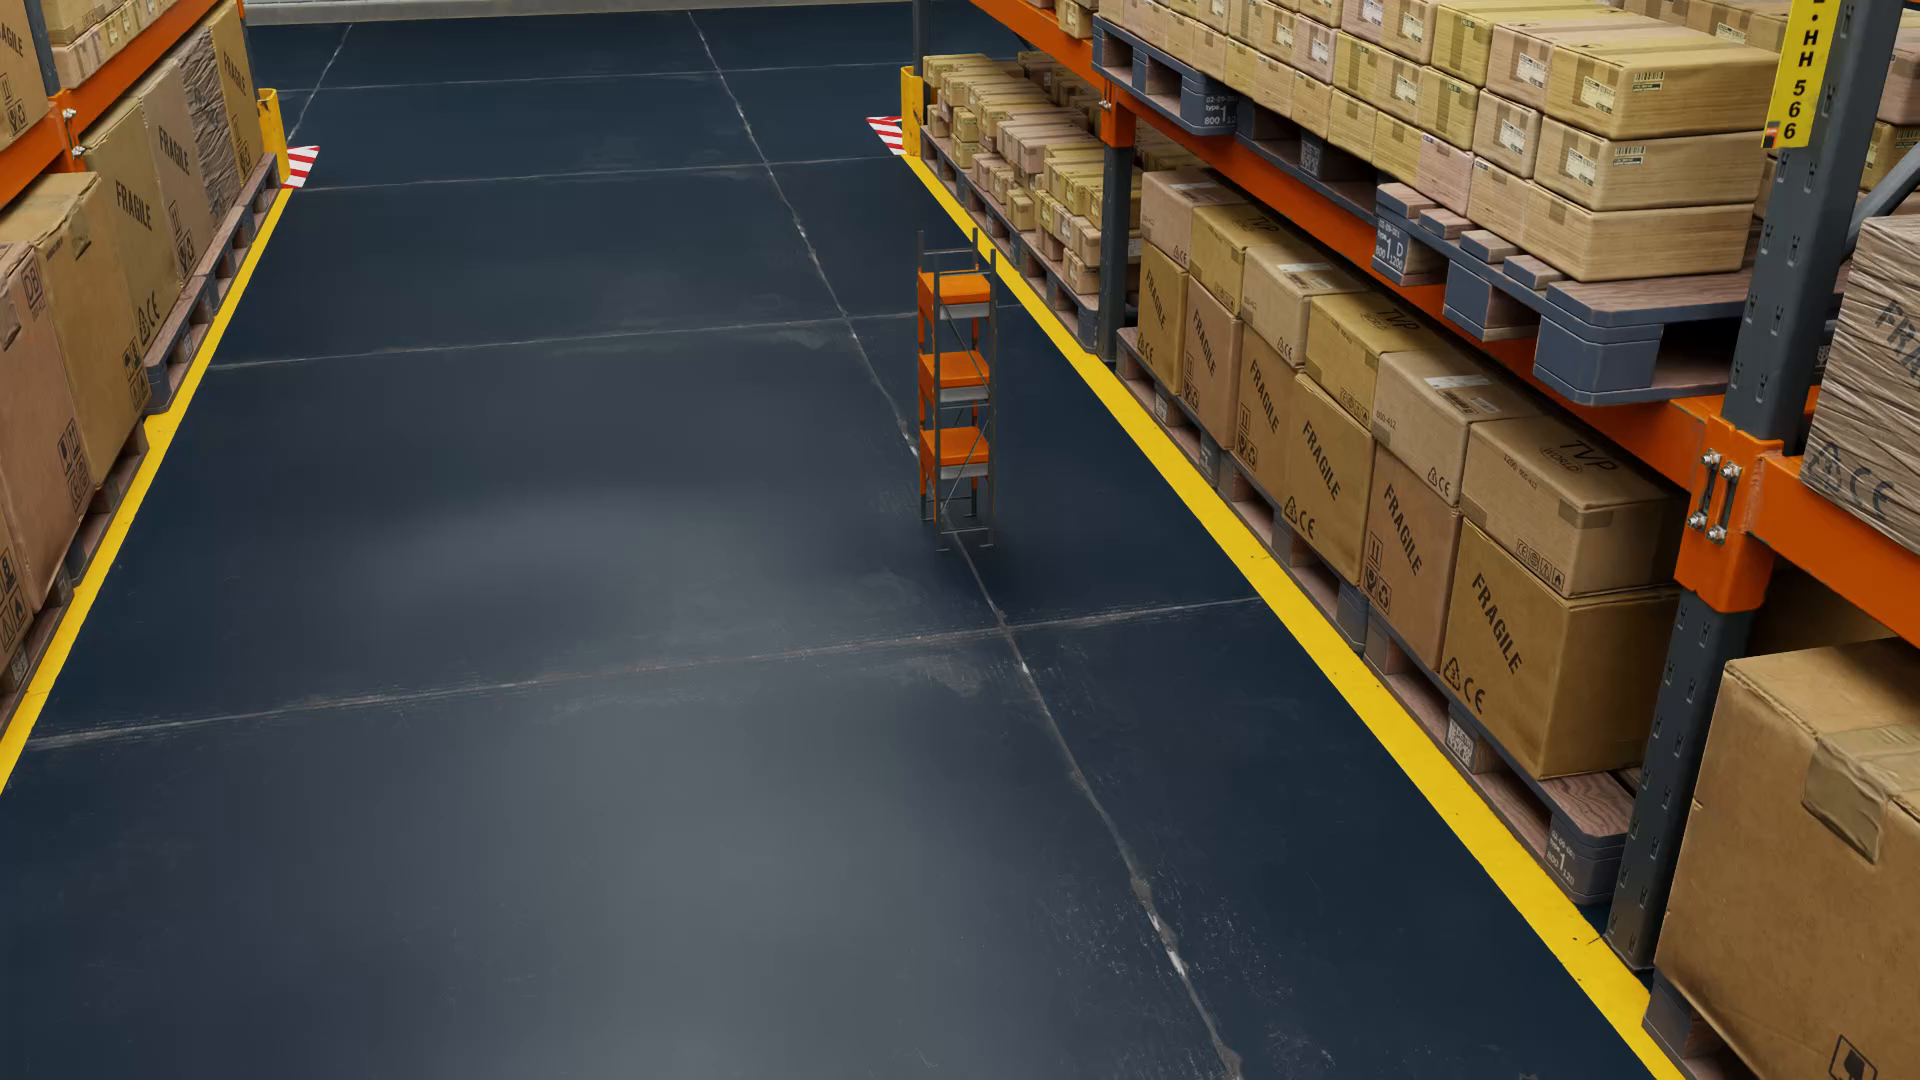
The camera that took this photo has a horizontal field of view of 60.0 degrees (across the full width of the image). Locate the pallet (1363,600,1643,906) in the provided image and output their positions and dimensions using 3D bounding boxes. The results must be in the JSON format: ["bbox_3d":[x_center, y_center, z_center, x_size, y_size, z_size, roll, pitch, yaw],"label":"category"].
[{"bbox_3d":[1.831,0.476,4.573,1.003,0.211,1.213,-6,27,-12],"label":"pallet"}]

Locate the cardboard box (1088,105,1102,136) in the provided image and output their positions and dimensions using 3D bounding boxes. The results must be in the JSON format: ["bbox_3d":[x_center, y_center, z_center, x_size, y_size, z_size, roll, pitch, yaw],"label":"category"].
[{"bbox_3d":[0.901,-2.223,8.864,0.380,0.149,0.250,-6,27,-11],"label":"cardboard box"}]

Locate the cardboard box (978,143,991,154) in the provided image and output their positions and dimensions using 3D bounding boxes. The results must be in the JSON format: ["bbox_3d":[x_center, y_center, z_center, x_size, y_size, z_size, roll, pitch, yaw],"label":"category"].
[{"bbox_3d":[0.311,-2.150,9.378,0.380,0.149,0.250,-6,27,-11],"label":"cardboard box"}]

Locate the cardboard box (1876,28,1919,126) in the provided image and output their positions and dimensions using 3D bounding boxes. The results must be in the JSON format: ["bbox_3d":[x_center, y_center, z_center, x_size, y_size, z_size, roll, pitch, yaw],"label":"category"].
[{"bbox_3d":[2.089,-0.991,3.538,0.380,0.149,0.250,-6,27,-12],"label":"cardboard box"}]

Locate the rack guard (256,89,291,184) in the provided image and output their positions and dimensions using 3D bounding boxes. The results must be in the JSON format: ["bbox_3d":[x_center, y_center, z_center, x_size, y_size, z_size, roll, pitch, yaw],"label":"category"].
[{"bbox_3d":[-4.658,-2.373,9.897,1.175,0.500,0.348,-6,27,-12],"label":"rack guard"}]

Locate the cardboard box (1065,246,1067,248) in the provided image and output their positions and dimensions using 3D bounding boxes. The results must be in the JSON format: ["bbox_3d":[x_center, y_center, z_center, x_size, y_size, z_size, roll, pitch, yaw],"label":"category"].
[{"bbox_3d":[0.707,-1.357,7.807,0.380,0.149,0.250,-5,27,-10],"label":"cardboard box"}]

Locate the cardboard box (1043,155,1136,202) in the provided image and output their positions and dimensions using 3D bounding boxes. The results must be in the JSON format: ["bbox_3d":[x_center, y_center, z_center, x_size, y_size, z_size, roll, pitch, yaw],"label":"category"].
[{"bbox_3d":[0.611,-1.709,7.844,0.380,0.149,0.250,-6,27,-12],"label":"cardboard box"}]

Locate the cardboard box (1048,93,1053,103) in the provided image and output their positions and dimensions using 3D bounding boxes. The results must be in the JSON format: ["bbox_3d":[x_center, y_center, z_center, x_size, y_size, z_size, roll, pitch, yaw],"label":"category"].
[{"bbox_3d":[0.718,-2.555,9.851,0.380,0.149,0.250,-7,28,-14],"label":"cardboard box"}]

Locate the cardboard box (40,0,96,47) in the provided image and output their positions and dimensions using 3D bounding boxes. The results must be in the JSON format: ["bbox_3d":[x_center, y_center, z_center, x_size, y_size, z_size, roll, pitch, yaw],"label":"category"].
[{"bbox_3d":[-3.602,-2.021,6.262,0.500,0.250,0.500,-6,27,-13],"label":"cardboard box"}]

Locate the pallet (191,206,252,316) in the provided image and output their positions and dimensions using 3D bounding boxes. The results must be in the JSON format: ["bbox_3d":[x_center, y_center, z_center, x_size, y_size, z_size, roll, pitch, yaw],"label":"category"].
[{"bbox_3d":[-4.125,-1.356,8.203,1.003,0.211,1.213,-6,27,-12],"label":"pallet"}]

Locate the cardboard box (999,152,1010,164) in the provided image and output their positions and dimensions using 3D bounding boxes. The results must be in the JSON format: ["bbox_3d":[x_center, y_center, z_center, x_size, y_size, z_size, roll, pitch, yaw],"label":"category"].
[{"bbox_3d":[0.424,-2.160,9.068,0.380,0.149,0.250,-5,27,-9],"label":"cardboard box"}]

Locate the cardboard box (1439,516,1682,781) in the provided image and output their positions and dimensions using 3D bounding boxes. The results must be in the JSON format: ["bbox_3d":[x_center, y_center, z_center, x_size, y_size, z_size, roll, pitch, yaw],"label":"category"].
[{"bbox_3d":[1.602,0.240,4.254,0.500,0.500,0.500,-6,27,-12],"label":"cardboard box"}]

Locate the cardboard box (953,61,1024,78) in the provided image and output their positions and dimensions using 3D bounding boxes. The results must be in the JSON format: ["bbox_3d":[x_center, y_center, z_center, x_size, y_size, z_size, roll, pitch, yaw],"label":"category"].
[{"bbox_3d":[0.169,-2.745,9.897,0.380,0.149,0.250,-5,27,-11],"label":"cardboard box"}]

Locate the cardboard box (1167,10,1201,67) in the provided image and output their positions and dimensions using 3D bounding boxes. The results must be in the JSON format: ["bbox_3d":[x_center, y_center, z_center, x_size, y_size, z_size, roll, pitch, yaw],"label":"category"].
[{"bbox_3d":[0.921,-1.696,5.594,0.380,0.149,0.250,-6,27,-11],"label":"cardboard box"}]

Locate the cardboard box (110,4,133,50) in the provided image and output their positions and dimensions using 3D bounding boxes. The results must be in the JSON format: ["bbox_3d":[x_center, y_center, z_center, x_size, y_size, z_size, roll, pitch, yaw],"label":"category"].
[{"bbox_3d":[-3.674,-2.120,6.901,0.380,0.149,0.250,-7,28,-13],"label":"cardboard box"}]

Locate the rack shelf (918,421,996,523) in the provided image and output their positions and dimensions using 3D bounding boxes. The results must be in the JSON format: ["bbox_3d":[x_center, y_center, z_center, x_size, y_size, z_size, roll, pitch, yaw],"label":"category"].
[{"bbox_3d":[-0.012,-0.235,5.690,0.215,0.259,0.240,-6,27,-12],"label":"rack shelf"}]

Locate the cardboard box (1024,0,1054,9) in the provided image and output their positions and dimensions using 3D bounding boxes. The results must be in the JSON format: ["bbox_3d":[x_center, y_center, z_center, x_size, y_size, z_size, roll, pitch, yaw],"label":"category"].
[{"bbox_3d":[0.521,-2.629,7.908,0.380,0.149,0.250,-7,28,-14],"label":"cardboard box"}]

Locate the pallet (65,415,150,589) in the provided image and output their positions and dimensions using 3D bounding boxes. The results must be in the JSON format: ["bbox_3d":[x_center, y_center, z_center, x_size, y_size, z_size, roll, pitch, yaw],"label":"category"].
[{"bbox_3d":[-3.504,-0.147,5.807,1.003,0.211,1.213,-6,27,-12],"label":"pallet"}]

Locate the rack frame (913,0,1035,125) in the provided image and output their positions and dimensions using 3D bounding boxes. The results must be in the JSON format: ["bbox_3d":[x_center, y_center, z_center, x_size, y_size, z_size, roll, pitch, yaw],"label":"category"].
[{"bbox_3d":[0.202,-3.938,10.223,1.000,3.000,0.127,-6,27,-12],"label":"rack frame"}]

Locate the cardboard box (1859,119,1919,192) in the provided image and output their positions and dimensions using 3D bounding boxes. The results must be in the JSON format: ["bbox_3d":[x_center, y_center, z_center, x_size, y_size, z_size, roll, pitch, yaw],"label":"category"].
[{"bbox_3d":[2.092,-0.867,3.621,0.380,0.149,0.250,-5,27,-9],"label":"cardboard box"}]

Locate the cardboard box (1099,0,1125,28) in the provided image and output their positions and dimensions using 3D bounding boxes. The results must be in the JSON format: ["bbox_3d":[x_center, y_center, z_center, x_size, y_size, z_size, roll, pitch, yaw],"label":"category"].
[{"bbox_3d":[0.745,-2.038,6.271,0.380,0.149,0.250,-7,28,-14],"label":"cardboard box"}]

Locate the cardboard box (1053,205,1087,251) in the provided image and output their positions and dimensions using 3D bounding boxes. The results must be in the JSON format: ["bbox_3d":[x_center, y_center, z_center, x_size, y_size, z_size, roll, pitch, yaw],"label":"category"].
[{"bbox_3d":[0.650,-1.453,7.668,0.380,0.149,0.250,-7,28,-14],"label":"cardboard box"}]

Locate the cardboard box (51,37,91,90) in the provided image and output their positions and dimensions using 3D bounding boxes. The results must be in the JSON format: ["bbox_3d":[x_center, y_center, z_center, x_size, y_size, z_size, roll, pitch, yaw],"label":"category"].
[{"bbox_3d":[-3.494,-1.774,6.215,0.380,0.149,0.250,-6,27,-11],"label":"cardboard box"}]

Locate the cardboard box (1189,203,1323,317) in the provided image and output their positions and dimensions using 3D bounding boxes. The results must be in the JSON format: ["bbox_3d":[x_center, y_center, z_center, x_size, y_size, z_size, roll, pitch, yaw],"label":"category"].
[{"bbox_3d":[1.135,-1.004,5.885,0.500,0.250,0.500,-5,27,-10],"label":"cardboard box"}]

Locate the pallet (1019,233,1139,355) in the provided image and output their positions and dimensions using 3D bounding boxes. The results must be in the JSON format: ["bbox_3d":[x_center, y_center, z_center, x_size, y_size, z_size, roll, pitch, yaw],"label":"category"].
[{"bbox_3d":[0.918,-1.228,7.950,1.003,0.211,1.213,-6,27,-12],"label":"pallet"}]

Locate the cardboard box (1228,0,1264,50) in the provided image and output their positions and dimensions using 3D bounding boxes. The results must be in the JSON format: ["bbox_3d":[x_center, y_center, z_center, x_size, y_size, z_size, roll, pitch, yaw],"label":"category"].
[{"bbox_3d":[1.045,-1.595,5.064,0.380,0.149,0.250,-6,27,-12],"label":"cardboard box"}]

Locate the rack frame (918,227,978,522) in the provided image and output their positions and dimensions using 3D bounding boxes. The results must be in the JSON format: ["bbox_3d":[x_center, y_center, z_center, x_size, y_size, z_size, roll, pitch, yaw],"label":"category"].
[{"bbox_3d":[-0.040,-0.546,5.666,0.200,1.050,0.008,-6,27,-12],"label":"rack frame"}]

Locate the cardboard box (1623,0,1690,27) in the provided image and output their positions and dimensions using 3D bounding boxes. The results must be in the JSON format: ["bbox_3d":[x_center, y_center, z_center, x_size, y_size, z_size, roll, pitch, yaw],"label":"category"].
[{"bbox_3d":[1.917,-1.332,4.212,0.380,0.149,0.250,-7,28,-14],"label":"cardboard box"}]

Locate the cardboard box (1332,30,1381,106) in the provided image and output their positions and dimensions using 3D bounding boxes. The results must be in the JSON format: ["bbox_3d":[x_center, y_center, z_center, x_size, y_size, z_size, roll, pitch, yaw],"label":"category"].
[{"bbox_3d":[1.217,-1.256,4.393,0.380,0.149,0.250,-6,27,-12],"label":"cardboard box"}]

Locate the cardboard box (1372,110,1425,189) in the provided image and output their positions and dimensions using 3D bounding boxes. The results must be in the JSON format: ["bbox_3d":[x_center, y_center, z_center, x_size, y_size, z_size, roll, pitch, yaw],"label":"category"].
[{"bbox_3d":[1.281,-1.003,4.221,0.380,0.149,0.250,-6,27,-12],"label":"cardboard box"}]

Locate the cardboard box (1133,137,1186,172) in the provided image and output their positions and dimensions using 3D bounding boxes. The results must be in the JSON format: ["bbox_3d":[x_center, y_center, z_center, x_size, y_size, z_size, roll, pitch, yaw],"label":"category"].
[{"bbox_3d":[1.038,-1.880,8.183,0.380,0.149,0.250,-7,28,-13],"label":"cardboard box"}]

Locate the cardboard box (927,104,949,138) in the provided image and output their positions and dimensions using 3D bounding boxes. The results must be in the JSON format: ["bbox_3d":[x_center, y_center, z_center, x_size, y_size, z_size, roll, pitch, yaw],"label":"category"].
[{"bbox_3d":[0.009,-2.590,10.251,0.380,0.149,0.250,-5,27,-11],"label":"cardboard box"}]

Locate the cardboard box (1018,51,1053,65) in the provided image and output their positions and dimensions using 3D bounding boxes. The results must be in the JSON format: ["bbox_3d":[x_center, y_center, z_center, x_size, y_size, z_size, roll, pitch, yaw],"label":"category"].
[{"bbox_3d":[0.569,-2.912,10.228,0.380,0.149,0.250,-6,27,-11],"label":"cardboard box"}]

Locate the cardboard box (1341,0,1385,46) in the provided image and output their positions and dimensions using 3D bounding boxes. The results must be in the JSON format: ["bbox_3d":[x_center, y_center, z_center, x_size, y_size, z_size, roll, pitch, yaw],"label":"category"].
[{"bbox_3d":[1.222,-1.384,4.316,0.380,0.149,0.250,-6,27,-12],"label":"cardboard box"}]

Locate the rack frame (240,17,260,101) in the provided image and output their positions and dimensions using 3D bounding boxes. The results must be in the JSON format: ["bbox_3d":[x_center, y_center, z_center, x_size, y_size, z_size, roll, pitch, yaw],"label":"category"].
[{"bbox_3d":[-4.653,-3.479,9.313,1.000,3.000,0.127,-6,27,-12],"label":"rack frame"}]

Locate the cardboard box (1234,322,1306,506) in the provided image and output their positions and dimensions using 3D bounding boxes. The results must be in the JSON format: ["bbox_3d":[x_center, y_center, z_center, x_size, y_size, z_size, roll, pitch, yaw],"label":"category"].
[{"bbox_3d":[1.264,-0.442,5.604,0.500,0.500,0.500,-5,27,-11],"label":"cardboard box"}]

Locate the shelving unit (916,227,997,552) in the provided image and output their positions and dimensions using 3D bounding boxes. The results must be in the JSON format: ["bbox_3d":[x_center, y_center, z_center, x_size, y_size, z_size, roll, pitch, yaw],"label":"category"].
[{"bbox_3d":[-0.012,-0.492,5.560,0.215,1.050,0.252,-6,27,-12],"label":"shelving unit"}]

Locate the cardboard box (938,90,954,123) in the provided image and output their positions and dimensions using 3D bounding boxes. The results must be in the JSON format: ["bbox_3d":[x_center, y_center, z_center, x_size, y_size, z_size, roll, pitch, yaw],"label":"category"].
[{"bbox_3d":[0.077,-2.604,9.947,0.380,0.149,0.250,-6,27,-12],"label":"cardboard box"}]

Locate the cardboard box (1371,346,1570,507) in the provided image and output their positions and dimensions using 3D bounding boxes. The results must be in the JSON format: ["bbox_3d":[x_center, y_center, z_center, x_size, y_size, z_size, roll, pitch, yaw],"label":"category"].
[{"bbox_3d":[1.471,-0.327,4.544,0.500,0.250,0.500,-6,27,-11],"label":"cardboard box"}]

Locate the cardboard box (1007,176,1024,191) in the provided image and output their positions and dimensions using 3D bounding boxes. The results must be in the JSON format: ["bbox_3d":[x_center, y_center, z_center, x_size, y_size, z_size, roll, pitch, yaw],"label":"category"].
[{"bbox_3d":[0.457,-1.810,8.705,0.380,0.149,0.250,-5,27,-11],"label":"cardboard box"}]

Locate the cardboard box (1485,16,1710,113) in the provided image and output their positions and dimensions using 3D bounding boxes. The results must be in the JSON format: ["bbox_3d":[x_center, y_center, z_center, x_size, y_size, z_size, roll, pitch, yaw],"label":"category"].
[{"bbox_3d":[1.394,-1.046,3.646,0.380,0.149,0.250,-6,27,-12],"label":"cardboard box"}]

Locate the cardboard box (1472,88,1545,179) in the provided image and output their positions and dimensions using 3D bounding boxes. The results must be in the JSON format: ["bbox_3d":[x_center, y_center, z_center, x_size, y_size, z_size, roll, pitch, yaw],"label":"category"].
[{"bbox_3d":[1.389,-0.922,3.730,0.380,0.149,0.250,-5,27,-10],"label":"cardboard box"}]

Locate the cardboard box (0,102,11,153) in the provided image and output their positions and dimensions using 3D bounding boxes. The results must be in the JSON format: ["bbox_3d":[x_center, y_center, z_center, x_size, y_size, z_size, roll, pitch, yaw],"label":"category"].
[{"bbox_3d":[-3.275,-1.372,5.028,0.500,0.500,0.500,-5,27,-10],"label":"cardboard box"}]

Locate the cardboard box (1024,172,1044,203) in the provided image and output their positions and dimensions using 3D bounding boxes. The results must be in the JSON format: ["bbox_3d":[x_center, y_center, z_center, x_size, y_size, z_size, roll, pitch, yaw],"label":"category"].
[{"bbox_3d":[0.535,-1.799,8.353,0.380,0.149,0.250,-5,27,-10],"label":"cardboard box"}]

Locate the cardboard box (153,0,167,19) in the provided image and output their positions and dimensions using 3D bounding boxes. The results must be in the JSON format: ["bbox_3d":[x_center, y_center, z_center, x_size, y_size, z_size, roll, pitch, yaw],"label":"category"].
[{"bbox_3d":[-3.847,-2.458,7.571,0.380,0.149,0.250,-7,28,-13],"label":"cardboard box"}]

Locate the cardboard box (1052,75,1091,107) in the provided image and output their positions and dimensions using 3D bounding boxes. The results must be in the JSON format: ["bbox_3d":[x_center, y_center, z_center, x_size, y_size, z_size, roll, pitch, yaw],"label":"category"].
[{"bbox_3d":[0.748,-2.575,9.560,0.380,0.149,0.250,-7,28,-14],"label":"cardboard box"}]

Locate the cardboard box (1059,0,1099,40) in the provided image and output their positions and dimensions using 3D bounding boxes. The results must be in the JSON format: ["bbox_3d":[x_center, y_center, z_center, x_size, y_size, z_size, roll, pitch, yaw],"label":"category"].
[{"bbox_3d":[0.647,-2.274,7.204,0.380,0.149,0.250,-7,28,-13],"label":"cardboard box"}]

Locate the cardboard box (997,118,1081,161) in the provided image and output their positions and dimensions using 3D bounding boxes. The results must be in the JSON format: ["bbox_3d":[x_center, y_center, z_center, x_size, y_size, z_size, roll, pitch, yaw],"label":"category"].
[{"bbox_3d":[0.405,-2.057,8.535,0.380,0.149,0.250,-7,28,-13],"label":"cardboard box"}]

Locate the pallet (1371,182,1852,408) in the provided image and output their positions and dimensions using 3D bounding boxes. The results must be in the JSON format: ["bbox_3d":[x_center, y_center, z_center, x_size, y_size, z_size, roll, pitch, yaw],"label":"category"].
[{"bbox_3d":[1.741,-0.642,3.907,1.213,0.211,1.003,-6,27,-12],"label":"pallet"}]

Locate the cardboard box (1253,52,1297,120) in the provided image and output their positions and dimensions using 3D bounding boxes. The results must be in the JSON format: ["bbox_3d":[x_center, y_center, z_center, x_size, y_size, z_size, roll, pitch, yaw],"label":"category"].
[{"bbox_3d":[1.098,-1.354,4.917,0.380,0.149,0.250,-7,28,-14],"label":"cardboard box"}]

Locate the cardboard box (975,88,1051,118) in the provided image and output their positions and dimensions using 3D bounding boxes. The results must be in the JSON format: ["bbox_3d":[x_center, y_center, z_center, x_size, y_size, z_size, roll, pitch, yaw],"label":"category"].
[{"bbox_3d":[0.291,-2.398,9.210,0.380,0.149,0.250,-5,27,-10],"label":"cardboard box"}]

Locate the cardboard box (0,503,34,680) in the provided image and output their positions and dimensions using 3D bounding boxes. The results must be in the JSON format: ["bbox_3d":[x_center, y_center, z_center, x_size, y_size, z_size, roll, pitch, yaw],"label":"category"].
[{"bbox_3d":[-3.178,0.097,4.121,1.225,0.875,0.875,-6,27,-11],"label":"cardboard box"}]

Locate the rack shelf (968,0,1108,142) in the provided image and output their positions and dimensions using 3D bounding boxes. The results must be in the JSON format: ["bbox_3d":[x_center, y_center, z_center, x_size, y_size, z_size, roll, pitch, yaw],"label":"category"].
[{"bbox_3d":[0.653,-2.739,8.646,1.077,0.370,4.000,-6,27,-12],"label":"rack shelf"}]

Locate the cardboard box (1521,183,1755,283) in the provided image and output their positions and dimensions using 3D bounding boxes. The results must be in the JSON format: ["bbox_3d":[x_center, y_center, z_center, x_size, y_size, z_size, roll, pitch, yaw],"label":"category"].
[{"bbox_3d":[1.446,-0.671,3.564,0.380,0.149,0.250,-5,27,-11],"label":"cardboard box"}]

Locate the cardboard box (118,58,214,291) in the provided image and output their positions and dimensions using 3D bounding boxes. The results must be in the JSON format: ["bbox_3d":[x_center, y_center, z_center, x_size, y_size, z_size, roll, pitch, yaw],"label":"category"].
[{"bbox_3d":[-4.025,-1.655,7.591,0.875,0.875,0.875,-6,27,-12],"label":"cardboard box"}]

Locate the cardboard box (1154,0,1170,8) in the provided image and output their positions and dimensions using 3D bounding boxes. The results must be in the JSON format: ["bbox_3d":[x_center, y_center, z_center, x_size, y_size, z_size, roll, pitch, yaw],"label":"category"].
[{"bbox_3d":[0.863,-1.944,5.755,0.380,0.149,0.250,-5,27,-10],"label":"cardboard box"}]
